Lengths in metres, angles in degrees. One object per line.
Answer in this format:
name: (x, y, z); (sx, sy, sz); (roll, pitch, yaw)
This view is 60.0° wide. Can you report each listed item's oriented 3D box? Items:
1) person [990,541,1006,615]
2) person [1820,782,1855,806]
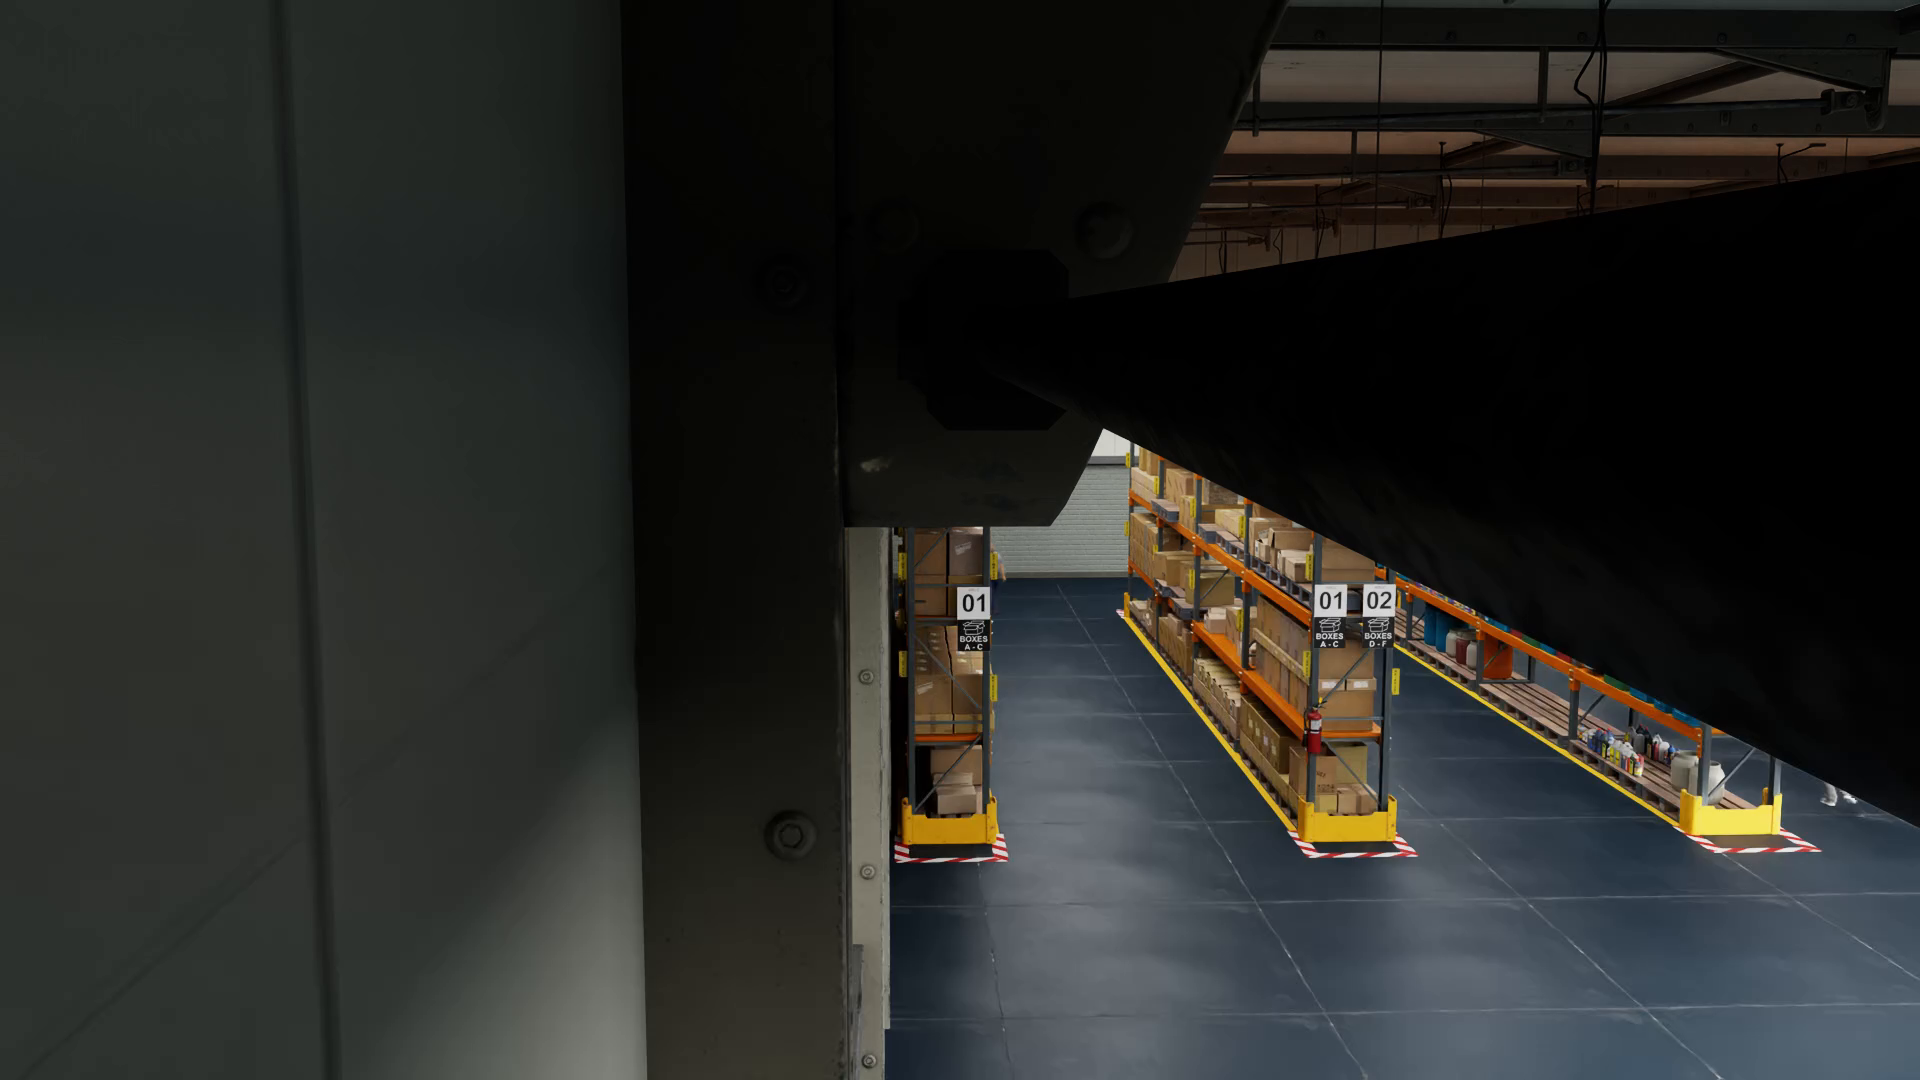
person: (0.713, 0.821, 36.814); (0.494, 1.574, 1.042); (-4, 8, -26)
person: (11.585, 2.742, 21.960); (0.462, 1.596, 0.480); (0, 7, -3)
